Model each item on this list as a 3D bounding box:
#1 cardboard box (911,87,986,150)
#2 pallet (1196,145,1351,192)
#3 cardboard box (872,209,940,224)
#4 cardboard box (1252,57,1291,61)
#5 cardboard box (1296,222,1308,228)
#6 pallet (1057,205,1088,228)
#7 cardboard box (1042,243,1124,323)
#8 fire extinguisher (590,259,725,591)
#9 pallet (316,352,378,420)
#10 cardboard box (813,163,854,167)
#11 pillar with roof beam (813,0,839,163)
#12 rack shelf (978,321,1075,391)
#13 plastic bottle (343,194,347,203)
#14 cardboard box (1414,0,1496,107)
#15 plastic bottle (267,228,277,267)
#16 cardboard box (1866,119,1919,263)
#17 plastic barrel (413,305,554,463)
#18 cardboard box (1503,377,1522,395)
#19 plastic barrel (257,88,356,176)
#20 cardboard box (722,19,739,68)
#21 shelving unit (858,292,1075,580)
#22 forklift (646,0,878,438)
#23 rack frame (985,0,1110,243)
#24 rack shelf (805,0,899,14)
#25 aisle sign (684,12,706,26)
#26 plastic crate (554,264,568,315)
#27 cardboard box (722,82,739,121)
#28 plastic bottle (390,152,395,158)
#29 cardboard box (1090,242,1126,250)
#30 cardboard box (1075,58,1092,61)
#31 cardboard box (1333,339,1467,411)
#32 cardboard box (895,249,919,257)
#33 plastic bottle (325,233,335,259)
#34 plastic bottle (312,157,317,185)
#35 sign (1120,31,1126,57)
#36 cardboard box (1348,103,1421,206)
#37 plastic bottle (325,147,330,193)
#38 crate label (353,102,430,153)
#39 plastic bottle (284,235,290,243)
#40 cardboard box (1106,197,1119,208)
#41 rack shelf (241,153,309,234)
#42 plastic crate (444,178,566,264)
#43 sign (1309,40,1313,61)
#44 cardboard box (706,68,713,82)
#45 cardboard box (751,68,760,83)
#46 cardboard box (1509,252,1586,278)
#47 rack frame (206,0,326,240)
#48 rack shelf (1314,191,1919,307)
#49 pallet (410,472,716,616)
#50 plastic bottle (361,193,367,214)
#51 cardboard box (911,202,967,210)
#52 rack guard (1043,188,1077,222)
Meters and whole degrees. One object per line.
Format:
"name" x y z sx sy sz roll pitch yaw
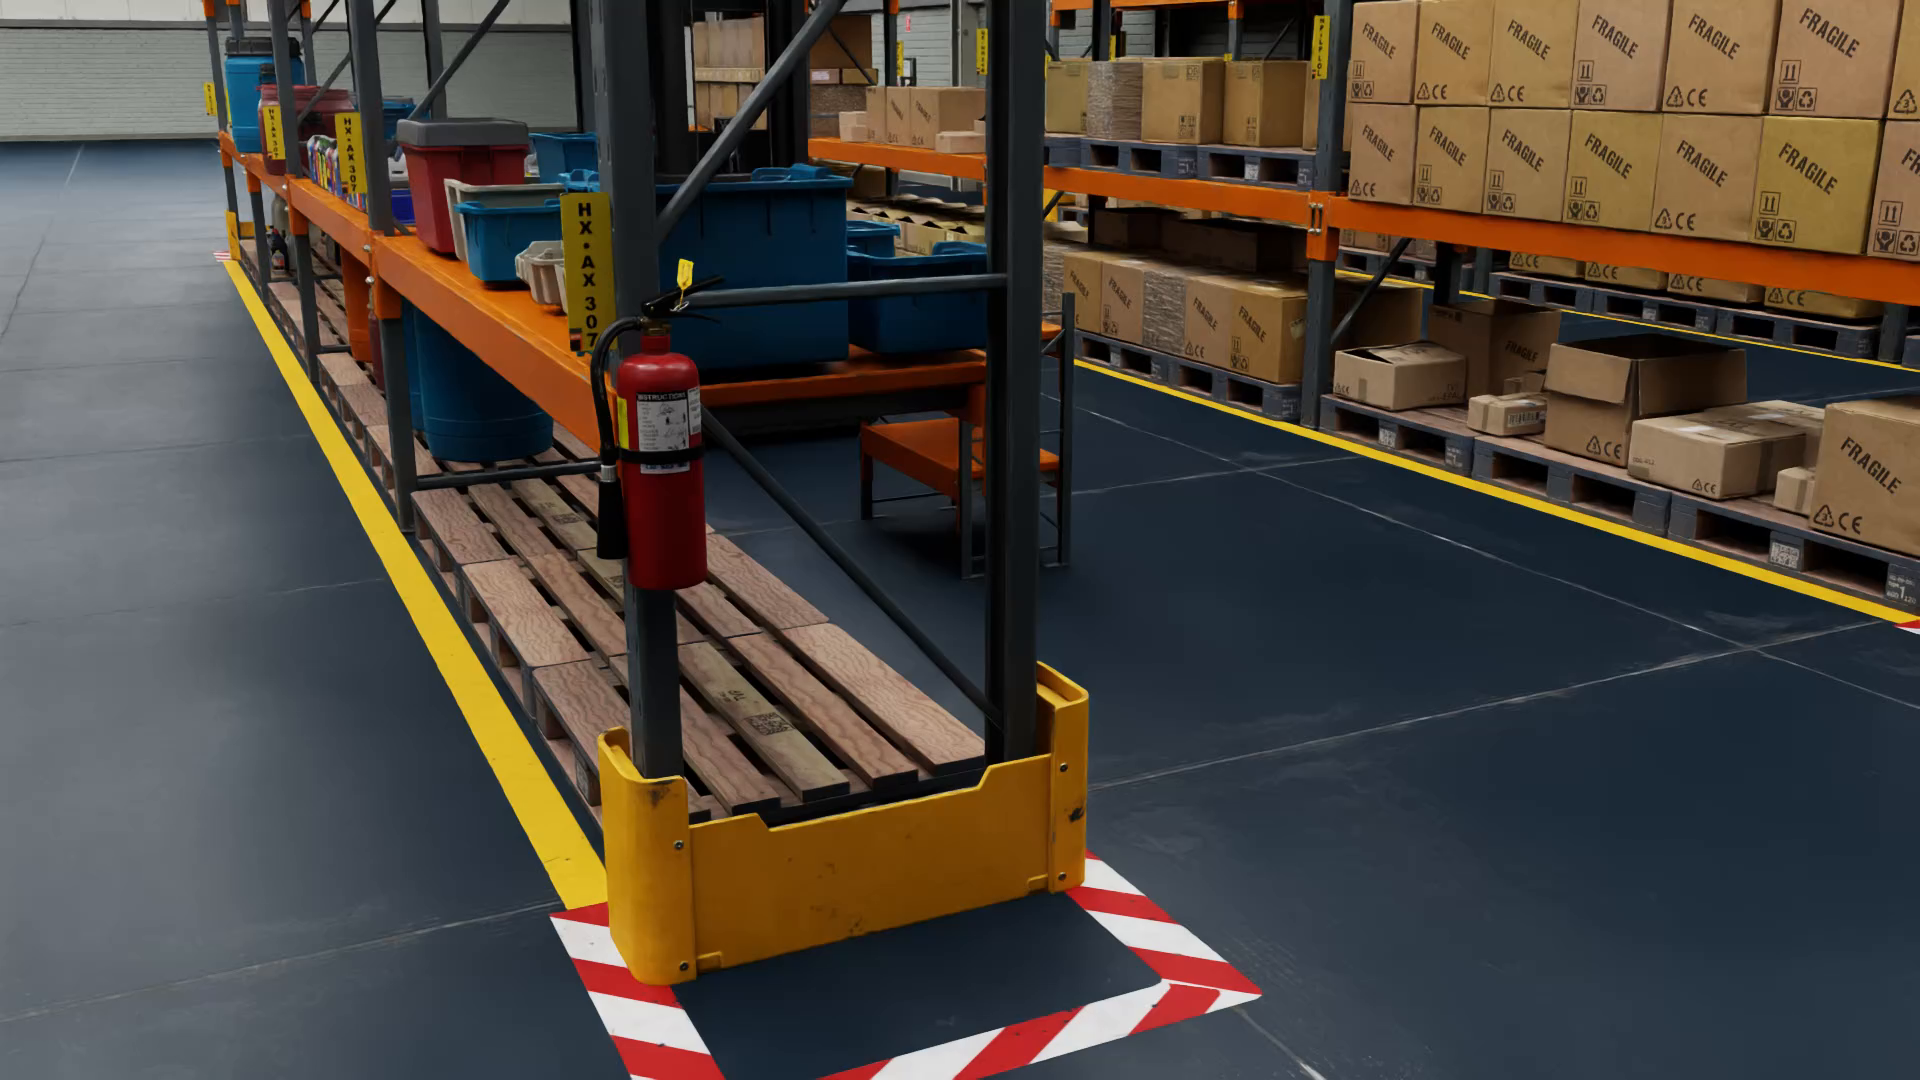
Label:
"cardboard box" -0.082 -3.591 14.145 0.500 0.500 0.500 -9 18 -28
"pallet" 2.168 -2.256 10.022 1.003 0.211 1.213 -8 18 -25
"cardboard box" -0.453 -2.757 14.626 0.500 0.311 0.500 -7 17 -23
"cardboard box" 3.348 -5.160 18.670 0.500 0.500 0.500 -8 18 -26
"cardboard box" 3.975 -3.428 17.491 0.700 0.500 0.500 -8 18 -26
"pallet" 1.971 -4.147 21.319 1.003 0.211 1.213 -8 18 -25
"cardboard box" 0.844 -1.862 12.036 0.500 0.500 0.500 -8 18 -27
"fire extinguisher" -0.625 -0.239 3.461 0.296 0.674 0.183 -8 18 -25
"pallet" -3.404 -1.000 10.354 1.003 0.211 1.213 -8 18 -25
"cardboard box" -1.445 -3.762 17.786 0.500 0.500 0.500 -8 18 -25
"pillar with roof beam" -6.429 -10.982 29.205 9.100 9.000 0.400 -8 18 -25
"rack shelf" 0.003 -0.820 7.009 0.538 0.278 1.000 -8 18 -25
"plastic bottle" -3.182 -1.900 8.646 0.061 0.283 0.133 -8 18 -25
"cardboard box" 2.600 -2.387 8.136 0.500 0.500 0.500 -8 18 -27
"plastic bottle" -6.165 -2.634 14.995 0.144 0.351 0.185 -9 18 -28
"cardboard box" 3.731 -1.271 6.062 0.500 0.500 0.500 -7 17 -23
"plastic barrel" -2.258 -0.870 7.885 0.600 0.901 0.708 -8 18 -25
"cardboard box" 3.143 -0.785 8.920 0.380 0.149 0.250 -8 18 -25
"plastic barrel" -4.263 -2.675 10.888 0.600 0.536 0.708 -8 18 -25
"cardboard box" -2.164 -5.399 18.093 0.700 0.500 0.500 -8 18 -25
"shelving unit" 0.003 -0.539 7.090 0.538 1.125 1.048 -8 18 -25
"forklift" -1.546 -2.315 10.004 1.130 2.935 3.031 -7 18 -24
"rack frame" 0.667 -3.129 12.716 1.000 3.000 0.127 -8 18 -25
"rack shelf" -0.209 -4.721 14.129 1.077 0.370 4.000 -8 18 -25
"aisle sign" -3.142 -6.341 19.197 0.394 0.787 0.004 -8 18 -25
"plastic crate" -0.916 -0.704 4.633 0.396 0.136 0.243 -8 18 -25
"cardboard box" -2.198 -4.790 18.322 0.700 0.500 0.500 -8 18 -25
"plastic bottle" -2.834 -1.805 8.335 0.097 0.271 0.097 0 16 0
"cardboard box" 1.288 -1.935 12.290 0.500 0.500 0.500 -7 17 -23
"cardboard box" 1.760 -5.732 20.661 0.500 0.500 0.500 -8 18 -25
"cardboard box" 2.409 -0.926 9.116 0.500 0.311 0.500 -8 18 -25
"cardboard box" -0.229 -2.362 14.268 0.500 0.250 0.500 -7 18 -24
"plastic bottle" -5.911 -2.804 15.723 0.152 0.276 0.135 -8 18 -25
"plastic bottle" -3.819 -2.233 9.954 0.097 0.201 0.097 0 16 0
"sign" 2.122 -6.483 21.730 0.100 0.325 0.005 -8 18 -25
"cardboard box" 2.398 -2.026 8.690 0.500 0.500 0.500 -7 17 -23
"plastic bottle" -3.500 -2.086 9.315 0.097 0.271 0.097 0 16 0
"crate label" -3.979 -2.827 11.600 0.502 0.435 0.616 -8 18 -25
"plastic bottle" -6.043 -2.622 15.089 0.152 0.276 0.135 -8 18 -25
"cardboard box" 2.086 -4.307 20.899 0.500 0.311 0.500 -6 17 -20
"rack shelf" -4.663 -2.681 12.460 1.077 0.370 4.000 -8 18 -25
"plastic crate" -1.531 -1.110 5.788 0.437 0.282 0.530 -8 18 -25
"sign" 3.864 -5.345 18.338 0.100 0.325 0.005 -8 18 -25
"cardboard box" -2.633 -5.222 18.652 0.380 0.149 0.250 -8 18 -25
"cardboard box" -1.952 -4.837 17.311 0.380 0.149 0.250 -7 17 -23
"cardboard box" 5.323 -2.699 14.353 0.750 0.750 0.750 -8 18 -26
"rack frame" -7.292 -4.515 17.545 1.000 3.000 0.127 -8 18 -25
"rack shelf" 3.296 -1.295 7.630 1.077 0.370 4.000 -8 18 -25
"pallet" -1.678 -0.021 6.942 1.003 0.211 1.213 -8 18 -25
"plastic bottle" -2.812 -1.750 8.000 0.144 0.351 0.185 -8 18 -25
"cardboard box" -0.200 -2.952 15.307 0.500 0.311 0.500 -8 18 -25
"rack guard" 1.647 -4.492 21.996 1.175 0.500 0.348 -8 18 -25
